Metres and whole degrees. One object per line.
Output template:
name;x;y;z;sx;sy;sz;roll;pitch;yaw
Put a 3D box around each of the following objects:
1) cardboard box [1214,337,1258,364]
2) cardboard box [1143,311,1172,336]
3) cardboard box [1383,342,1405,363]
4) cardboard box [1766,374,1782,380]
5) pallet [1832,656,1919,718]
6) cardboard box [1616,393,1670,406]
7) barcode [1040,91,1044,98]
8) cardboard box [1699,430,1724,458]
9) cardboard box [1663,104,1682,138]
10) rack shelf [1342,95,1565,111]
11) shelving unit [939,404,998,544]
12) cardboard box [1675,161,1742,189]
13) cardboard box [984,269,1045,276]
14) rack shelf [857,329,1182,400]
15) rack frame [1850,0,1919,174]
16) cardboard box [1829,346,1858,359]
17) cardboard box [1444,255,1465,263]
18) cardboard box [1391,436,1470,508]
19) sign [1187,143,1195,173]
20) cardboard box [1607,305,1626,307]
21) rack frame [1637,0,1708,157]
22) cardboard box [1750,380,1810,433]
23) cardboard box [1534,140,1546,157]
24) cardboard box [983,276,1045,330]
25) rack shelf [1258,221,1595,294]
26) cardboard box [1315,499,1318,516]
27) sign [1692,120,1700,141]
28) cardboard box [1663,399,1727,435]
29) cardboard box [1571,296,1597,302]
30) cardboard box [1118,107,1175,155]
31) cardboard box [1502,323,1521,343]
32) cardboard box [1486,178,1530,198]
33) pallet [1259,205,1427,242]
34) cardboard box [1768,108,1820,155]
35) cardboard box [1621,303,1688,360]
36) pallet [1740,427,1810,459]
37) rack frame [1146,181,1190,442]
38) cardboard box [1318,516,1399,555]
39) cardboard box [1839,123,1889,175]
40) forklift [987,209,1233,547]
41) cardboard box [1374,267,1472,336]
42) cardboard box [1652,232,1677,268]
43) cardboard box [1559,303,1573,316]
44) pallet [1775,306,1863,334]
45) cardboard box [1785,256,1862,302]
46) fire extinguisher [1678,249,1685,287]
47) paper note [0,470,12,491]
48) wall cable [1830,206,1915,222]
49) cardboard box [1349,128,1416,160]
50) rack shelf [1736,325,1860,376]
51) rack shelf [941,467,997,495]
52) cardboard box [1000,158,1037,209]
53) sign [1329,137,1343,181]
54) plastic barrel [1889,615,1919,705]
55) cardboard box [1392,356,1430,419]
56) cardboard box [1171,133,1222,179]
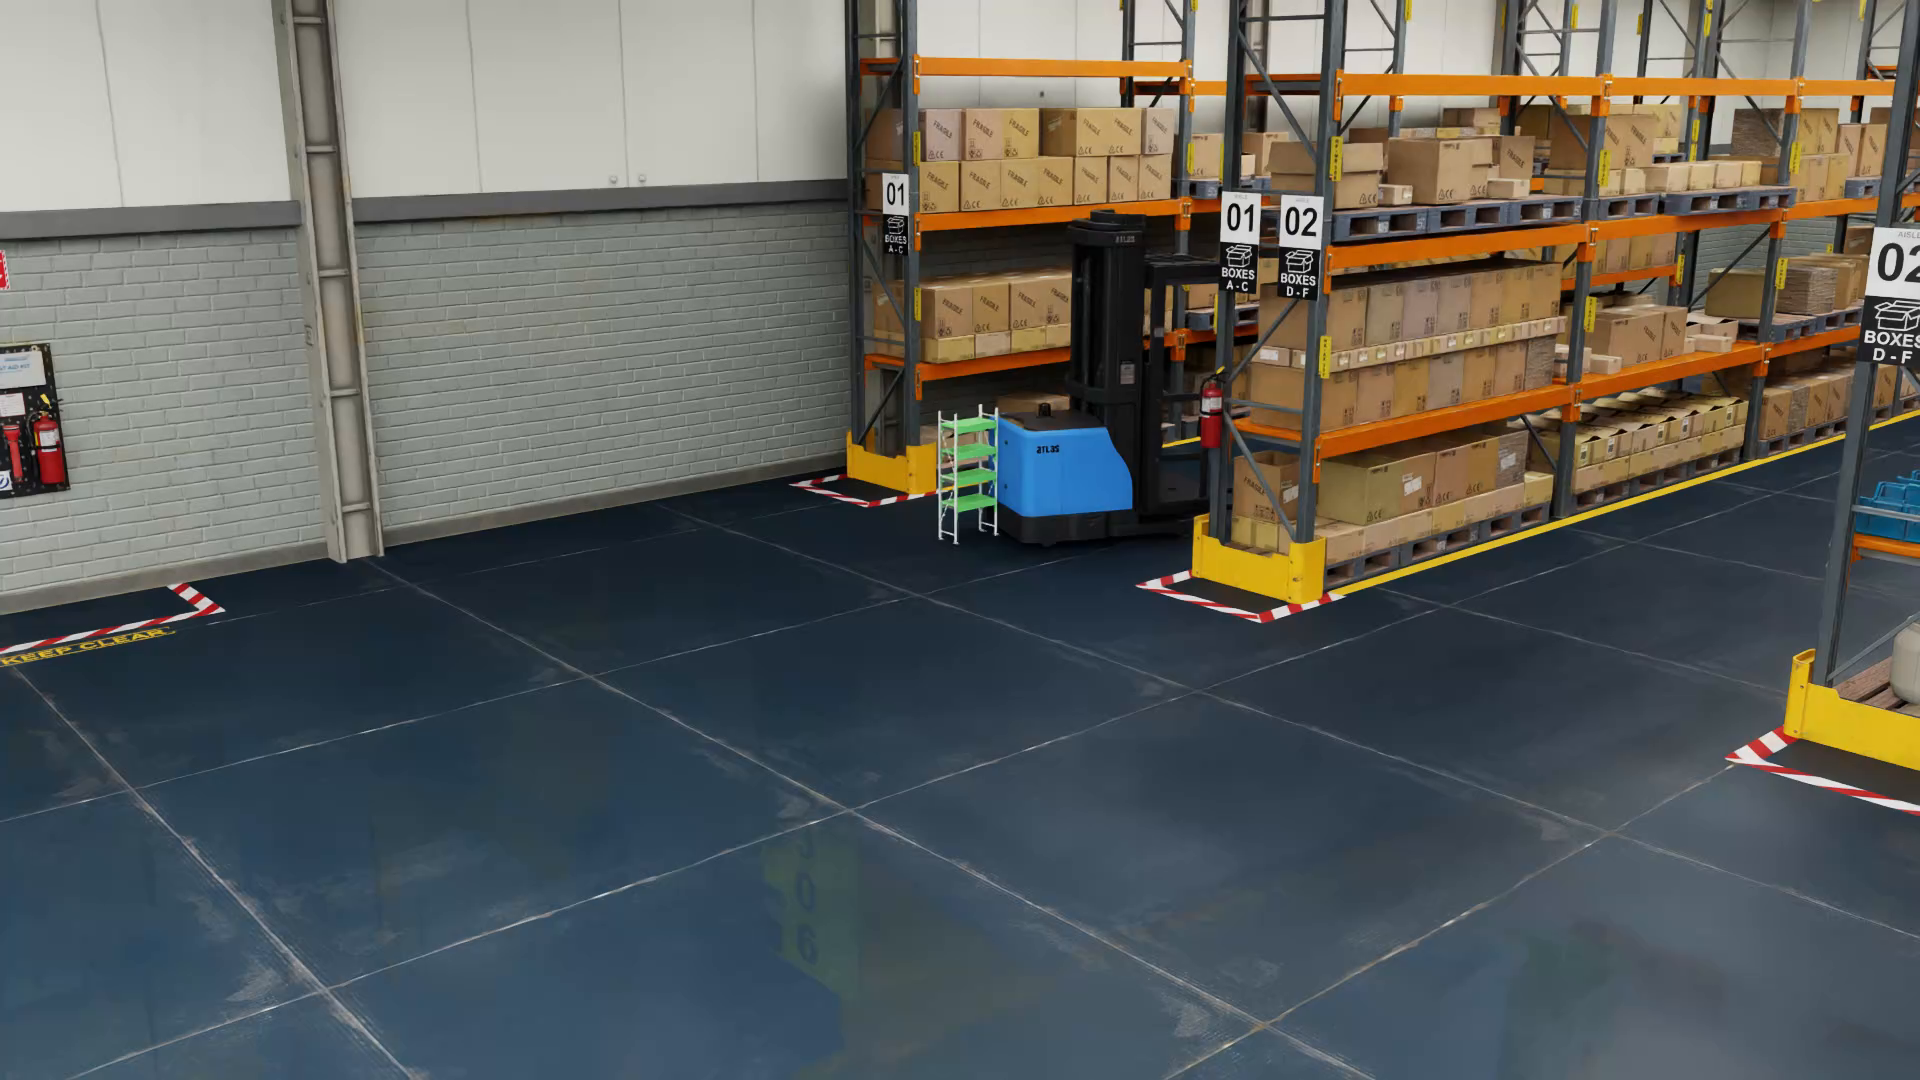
cardboard box;3.503;-2.373;20.861;0.500;0.250;0.500;-13;20;-41
cardboard box;2.080;-2.512;19.094;0.500;0.250;0.500;-13;19;-39
cardboard box;3.491;-1.589;13.934;0.250;0.149;0.380;-13;20;-40
cardboard box;9.453;-1.725;19.885;0.500;0.500;0.500;-14;20;-41
pallet;6.367;1.081;10.795;1.213;0.211;1.003;-13;19;-39
cardboard box;7.532;-1.451;18.298;0.500;0.311;0.500;-13;20;-41
barcode;0.908;-4.929;18.398;0.075;0.075;0.001;-13;19;-39
cardboard box;7.887;-1.078;17.987;0.500;0.250;0.500;-13;20;-40
cardboard box;10.918;-6.560;26.014;0.500;0.500;0.500;-13;20;-40
rack shelf;6.765;-6.088;22.774;4.000;0.370;1.077;-13;19;-39
shelving unit;0.075;-0.604;15.186;0.503;1.200;0.258;-12;19;-39
cardboard box;7.822;-3.827;17.431;0.500;0.250;0.500;-12;19;-38
cardboard box;0.590;-2.714;18.398;0.500;0.500;0.500;-12;19;-39
rack shelf;0.730;-2.028;18.423;4.000;0.370;1.077;-13;19;-39
rack frame;11.528;-6.004;20.290;0.127;3.000;1.000;-13;19;-39
cardboard box;11.772;-2.262;21.898;0.500;0.500;0.500;-13;19;-39
cardboard box;6.567;-3.797;22.842;0.500;0.500;0.500;-13;20;-40
cardboard box;4.159;-0.611;14.785;0.500;0.500;0.500;-13;19;-39
sign;2.600;-4.309;18.754;0.005;0.325;0.100;-13;19;-39
cardboard box;10.451;-3.519;26.643;0.500;0.500;0.700;-13;20;-40
rack frame;11.291;-7.645;26.435;0.127;3.000;1.000;-13;19;-39
cardboard box;9.433;-1.544;19.210;0.500;0.500;0.500;-14;20;-41
cardboard box;8.636;-5.859;24.842;0.500;0.250;0.500;-12;19;-39
cardboard box;0.552;-2.526;17.695;0.500;0.500;0.500;-13;20;-41
rack shelf;3.984;-2.513;14.428;4.000;0.370;1.077;-13;19;-39
cardboard box;3.056;-0.183;14.636;0.500;0.250;0.500;-13;19;-39
sign;11.637;-6.478;26.314;0.005;0.325;0.100;-13;19;-39
cardboard box;7.889;-1.347;17.910;0.500;0.311;0.500;-13;20;-40
cardboard box;9.836;-3.763;26.296;0.250;0.149;0.380;-12;19;-39
cardboard box;2.039;-4.567;18.552;0.500;0.500;0.500;14;20;42
cardboard box;4.847;-1.893;15.075;0.250;0.149;0.380;-13;20;-39
cardboard box;4.763;-3.091;14.599;0.250;0.149;0.380;-13;19;-39
pallet;3.026;-2.594;13.508;1.213;0.211;1.003;-13;19;-39
cardboard box;9.229;-4.568;18.594;0.500;0.500;0.500;-13;19;-39
cardboard box;7.256;-2.189;17.438;0.500;0.500;0.500;-14;20;-42
pallet;9.099;-1.200;19.333;1.213;0.211;1.003;-13;19;-39
rack frame;2.239;-2.714;19.599;0.127;3.000;1.000;-13;19;-39
cardboard box;3.401;-0.080;14.252;0.500;0.250;0.500;-13;19;-39
cardboard box;11.100;-4.783;20.331;0.600;0.600;0.600;14;20;42
forklift;1.829;-1.561;15.416;3.031;2.935;1.130;-5;16;-18
cardboard box;4.027;-2.094;14.569;0.500;0.500;0.700;-13;19;-39
cardboard box;10.913;-4.804;26.840;0.700;0.700;0.980;-12;19;-37
cardboard box;9.283;-3.507;25.341;0.250;0.149;0.380;-12;19;-38
pallet;9.975;-2.666;19.789;1.213;0.211;1.003;-13;19;-39
cardboard box;10.547;-3.191;20.377;0.500;0.500;0.700;-9;17;-31
fire extinguisher;11.708;-4.465;27.026;0.183;0.674;0.296;-13;19;-39
paper note;-7.413;-0.454;12.843;0.142;0.148;0.016;-13;19;-39
wall cable;15.792;-7.034;30.162;0.112;2.526;3.097;-13;19;-39
cardboard box;5.577;-5.194;22.022;0.700;0.500;0.500;14;21;43
rack shelf;10.019;-2.419;19.889;4.000;0.370;1.077;-13;19;-39
rack shelf;0.075;-0.542;15.203;0.480;0.148;0.258;-12;19;-39
cardboard box;0.455;-3.724;17.336;0.500;0.500;0.500;-12;19;-37
sign;2.835;-2.873;12.535;0.005;0.325;0.100;-13;19;-39
plastic barrel;6.171;0.765;10.581;0.421;0.512;0.421;0;15;0
cardboard box;3.608;-1.371;14.375;0.500;0.500;0.700;-12;19;-39
cardboard box;2.703;-4.492;19.433;0.500;0.500;0.500;-9;18;-32
